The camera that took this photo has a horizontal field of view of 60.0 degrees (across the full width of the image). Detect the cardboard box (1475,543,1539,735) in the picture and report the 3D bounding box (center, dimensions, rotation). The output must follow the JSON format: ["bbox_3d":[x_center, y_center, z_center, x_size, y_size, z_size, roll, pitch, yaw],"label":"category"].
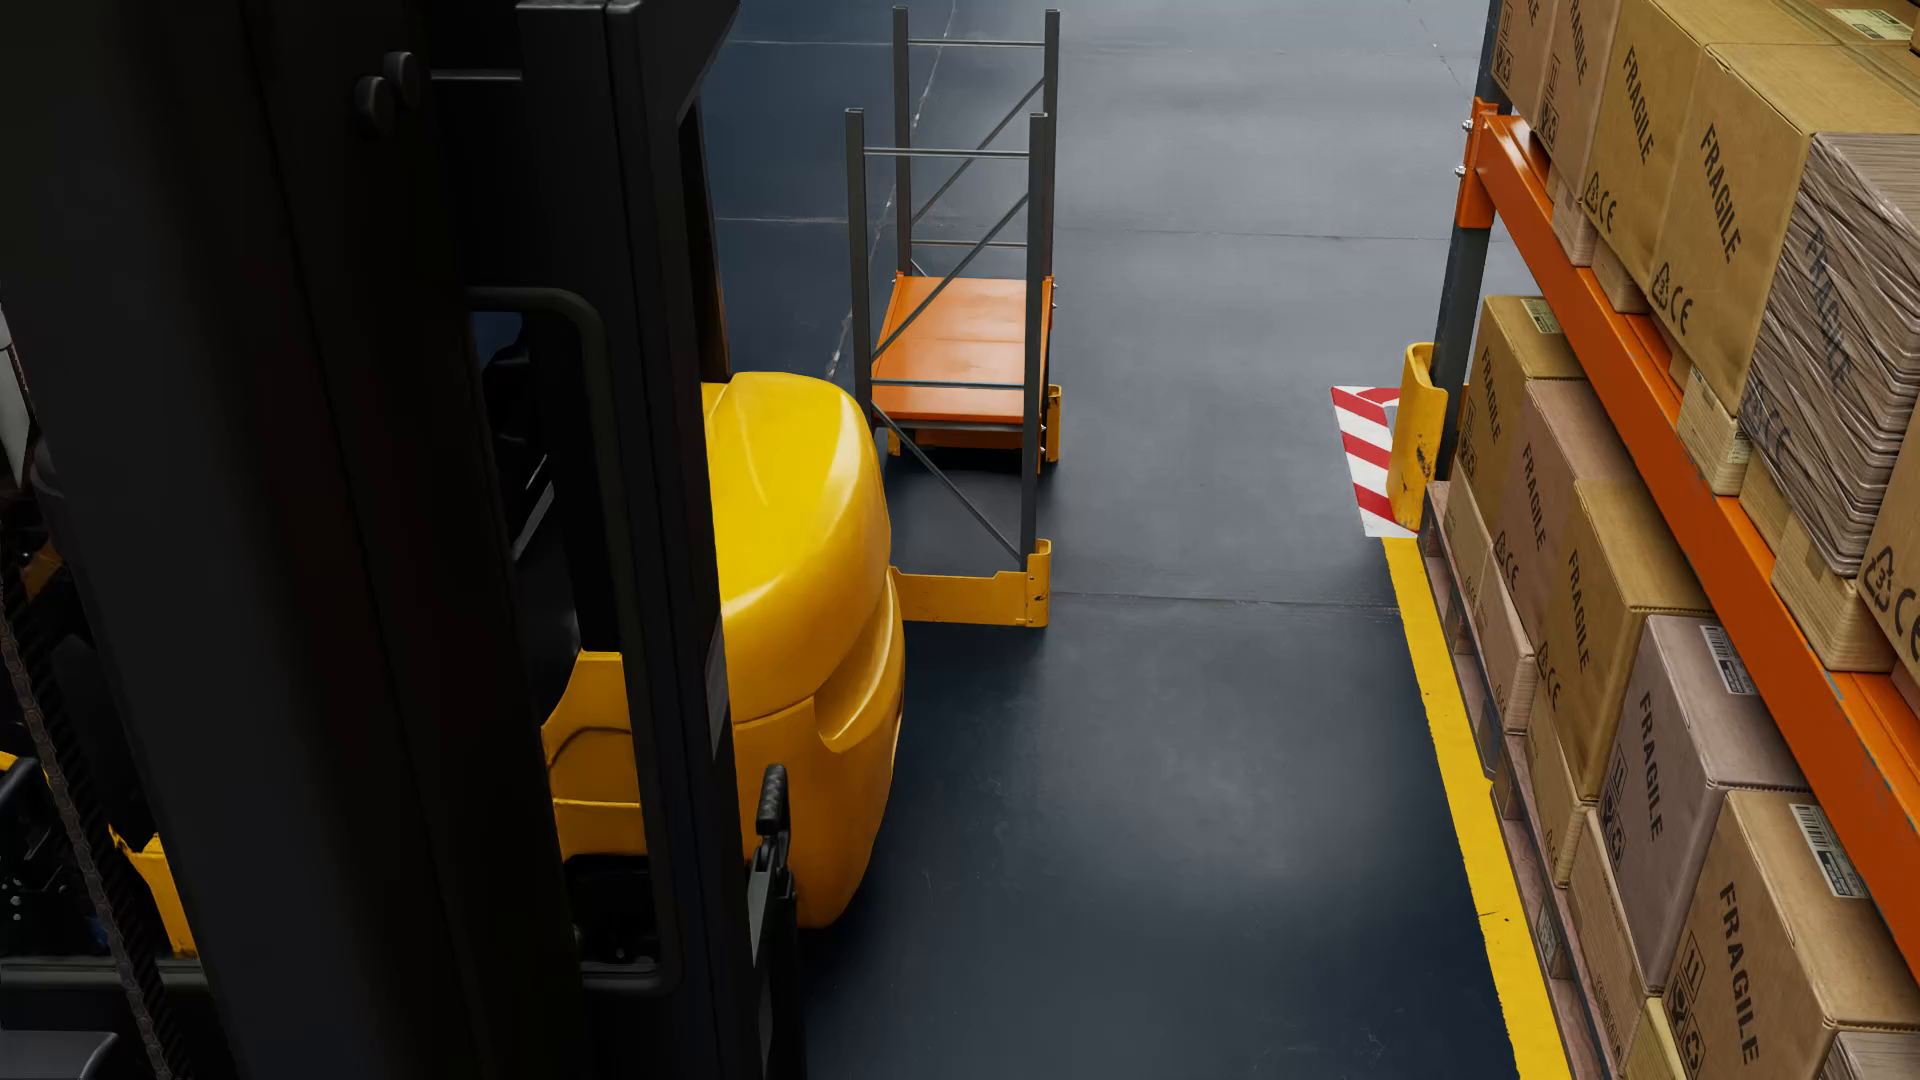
[{"bbox_3d":[1.608,0.257,4.194,0.500,0.250,0.500,4,32,6],"label":"cardboard box"}]

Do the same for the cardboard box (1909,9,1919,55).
[{"bbox_3d":[2.008,-0.939,2.583,0.700,0.500,0.500,2,32,4],"label":"cardboard box"}]

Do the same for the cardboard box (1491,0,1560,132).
[{"bbox_3d":[1.683,-1.345,4.194,0.500,0.500,0.500,2,32,3],"label":"cardboard box"}]

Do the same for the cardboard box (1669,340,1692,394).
[{"bbox_3d":[1.589,-0.323,3.154,0.380,0.149,0.250,2,32,3],"label":"cardboard box"}]

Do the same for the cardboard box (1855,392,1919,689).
[{"bbox_3d":[1.496,-0.001,2.014,0.500,0.500,0.500,3,32,6],"label":"cardboard box"}]

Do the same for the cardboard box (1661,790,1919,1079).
[{"bbox_3d":[1.493,0.766,2.654,0.500,0.500,0.500,3,32,5],"label":"cardboard box"}]

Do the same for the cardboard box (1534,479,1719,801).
[{"bbox_3d":[1.569,0.219,3.541,0.500,0.500,0.500,3,32,5],"label":"cardboard box"}]

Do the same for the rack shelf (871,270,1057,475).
[{"bbox_3d":[0.007,-0.530,5.023,0.538,0.185,1.000,2,32,4],"label":"rack shelf"}]

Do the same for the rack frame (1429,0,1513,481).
[{"bbox_3d":[1.998,-1.411,4.681,1.000,3.000,0.127,2,32,4],"label":"rack frame"}]

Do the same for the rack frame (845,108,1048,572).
[{"bbox_3d":[-0.034,-0.417,4.498,0.500,1.500,0.032,2,32,4],"label":"rack frame"}]

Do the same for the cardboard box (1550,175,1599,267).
[{"bbox_3d":[1.589,-0.737,3.826,0.380,0.149,0.250,3,32,5],"label":"cardboard box"}]

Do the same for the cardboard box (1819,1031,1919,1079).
[{"bbox_3d":[1.453,1.032,2.222,0.500,0.500,0.500,2,32,3],"label":"cardboard box"}]

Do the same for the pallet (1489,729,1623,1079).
[{"bbox_3d":[1.789,0.875,3.629,1.003,0.211,1.213,2,32,4],"label":"pallet"}]

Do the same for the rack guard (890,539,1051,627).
[{"bbox_3d":[-0.034,0.114,4.827,0.587,0.250,0.087,2,32,4],"label":"rack guard"}]

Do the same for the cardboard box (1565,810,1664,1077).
[{"bbox_3d":[1.532,0.807,3.302,0.500,0.250,0.500,3,32,5],"label":"cardboard box"}]

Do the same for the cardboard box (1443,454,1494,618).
[{"bbox_3d":[1.657,-0.009,4.627,0.500,0.250,0.500,2,32,4],"label":"cardboard box"}]

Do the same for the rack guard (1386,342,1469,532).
[{"bbox_3d":[1.992,-0.307,5.272,1.175,0.500,0.348,2,32,4],"label":"rack guard"}]

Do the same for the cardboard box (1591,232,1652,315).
[{"bbox_3d":[1.602,-0.600,3.604,0.380,0.149,0.250,3,32,5],"label":"cardboard box"}]

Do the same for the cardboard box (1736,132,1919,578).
[{"bbox_3d":[1.534,-0.273,2.455,0.500,0.500,0.500,3,32,5],"label":"cardboard box"}]

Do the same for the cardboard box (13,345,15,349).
[{"bbox_3d":[-2.711,-0.534,4.525,0.500,0.250,0.500,3,32,5],"label":"cardboard box"}]

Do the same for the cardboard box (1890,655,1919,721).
[{"bbox_3d":[1.542,0.213,2.285,0.380,0.149,0.250,2,32,3],"label":"cardboard box"}]

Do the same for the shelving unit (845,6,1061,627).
[{"bbox_3d":[0.006,-0.678,4.921,0.587,1.500,1.083,2,32,4],"label":"shelving unit"}]

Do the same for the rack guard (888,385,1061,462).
[{"bbox_3d":[0.047,-0.407,5.672,0.587,0.250,0.087,2,32,4],"label":"rack guard"}]

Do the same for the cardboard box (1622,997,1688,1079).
[{"bbox_3d":[1.486,1.073,2.871,0.500,0.250,0.500,2,32,3],"label":"cardboard box"}]

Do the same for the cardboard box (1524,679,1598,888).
[{"bbox_3d":[1.576,0.543,3.730,0.500,0.250,0.500,5,32,7],"label":"cardboard box"}]

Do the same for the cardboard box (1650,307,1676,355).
[{"bbox_3d":[1.640,-0.459,3.376,0.380,0.149,0.250,3,32,6],"label":"cardboard box"}]

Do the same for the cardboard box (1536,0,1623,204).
[{"bbox_3d":[1.644,-1.074,3.754,0.500,0.500,0.500,3,32,5],"label":"cardboard box"}]

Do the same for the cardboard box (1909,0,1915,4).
[{"bbox_3d":[2.139,-0.762,3.248,0.500,0.500,0.500,2,32,4],"label":"cardboard box"}]

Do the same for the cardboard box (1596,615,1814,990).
[{"bbox_3d":[1.534,0.499,3.087,0.500,0.500,0.500,4,32,7],"label":"cardboard box"}]

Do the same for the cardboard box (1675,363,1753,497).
[{"bbox_3d":[1.510,-0.194,2.945,0.380,0.149,0.250,3,32,4],"label":"cardboard box"}]

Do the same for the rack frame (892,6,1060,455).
[{"bbox_3d":[0.048,-0.949,5.360,0.500,1.500,0.032,2,32,4],"label":"rack frame"}]

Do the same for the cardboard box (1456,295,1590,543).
[{"bbox_3d":[1.656,-0.316,4.410,0.500,0.500,0.500,1,32,2],"label":"cardboard box"}]

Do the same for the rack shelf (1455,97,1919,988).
[{"bbox_3d":[1.836,-0.059,3.173,1.077,0.370,4.000,2,32,4],"label":"rack shelf"}]

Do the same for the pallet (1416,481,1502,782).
[{"bbox_3d":[1.891,0.239,4.661,1.003,0.211,1.213,2,32,4],"label":"pallet"}]

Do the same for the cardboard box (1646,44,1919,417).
[{"bbox_3d":[1.571,-0.541,2.890,0.500,0.500,0.500,2,32,3],"label":"cardboard box"}]

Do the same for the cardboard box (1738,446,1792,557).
[{"bbox_3d":[1.525,-0.058,2.724,0.380,0.149,0.250,2,32,3],"label":"cardboard box"}]

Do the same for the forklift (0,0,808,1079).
[{"bbox_3d":[-0.741,0.366,1.862,1.130,2.935,3.031,1,32,1],"label":"forklift"}]

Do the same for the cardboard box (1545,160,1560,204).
[{"bbox_3d":[1.656,-0.868,4.038,0.380,0.149,0.250,1,32,2],"label":"cardboard box"}]

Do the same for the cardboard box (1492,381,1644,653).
[{"bbox_3d":[1.618,-0.043,3.966,0.500,0.500,0.500,1,32,2],"label":"cardboard box"}]

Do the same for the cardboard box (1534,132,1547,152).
[{"bbox_3d":[1.764,-1.136,4.473,0.380,0.149,0.250,3,32,4],"label":"cardboard box"}]

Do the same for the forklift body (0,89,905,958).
[{"bbox_3d":[-1.285,-0.191,3.509,2.313,2.155,1.214,2,32,4],"label":"forklift body"}]

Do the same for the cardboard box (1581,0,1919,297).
[{"bbox_3d":[1.604,-0.807,3.322,0.500,0.500,0.500,2,32,3],"label":"cardboard box"}]

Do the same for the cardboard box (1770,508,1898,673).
[{"bbox_3d":[1.475,0.075,2.509,0.380,0.149,0.250,2,32,3],"label":"cardboard box"}]
